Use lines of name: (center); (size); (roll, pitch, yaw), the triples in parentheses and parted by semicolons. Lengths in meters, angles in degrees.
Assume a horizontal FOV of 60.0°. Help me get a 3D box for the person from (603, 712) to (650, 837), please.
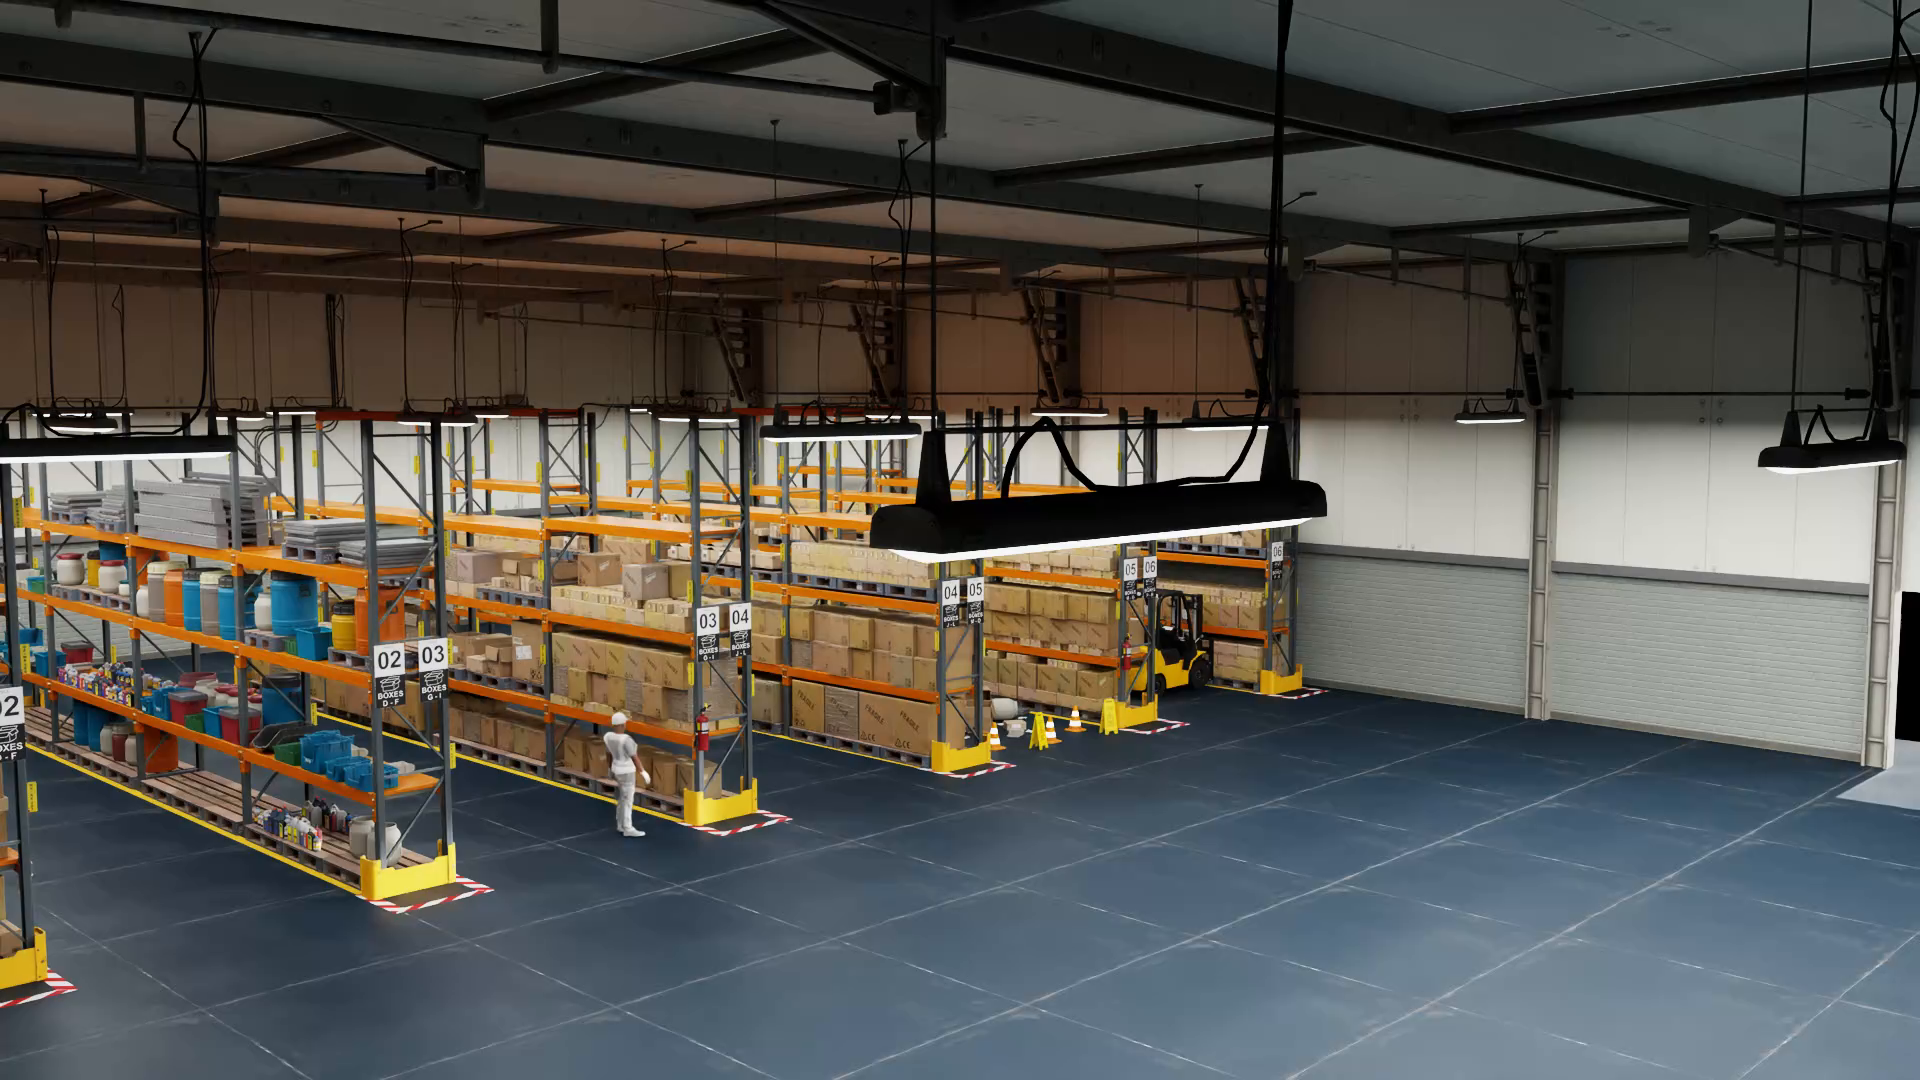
person: (-4.773, 3.353, 23.776); (0.592, 1.818, 0.639); (-2, 6, -25)

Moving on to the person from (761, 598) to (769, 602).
person: (-4.394, 2.192, 36.873); (0.652, 1.810, 0.517); (4, 6, 37)
